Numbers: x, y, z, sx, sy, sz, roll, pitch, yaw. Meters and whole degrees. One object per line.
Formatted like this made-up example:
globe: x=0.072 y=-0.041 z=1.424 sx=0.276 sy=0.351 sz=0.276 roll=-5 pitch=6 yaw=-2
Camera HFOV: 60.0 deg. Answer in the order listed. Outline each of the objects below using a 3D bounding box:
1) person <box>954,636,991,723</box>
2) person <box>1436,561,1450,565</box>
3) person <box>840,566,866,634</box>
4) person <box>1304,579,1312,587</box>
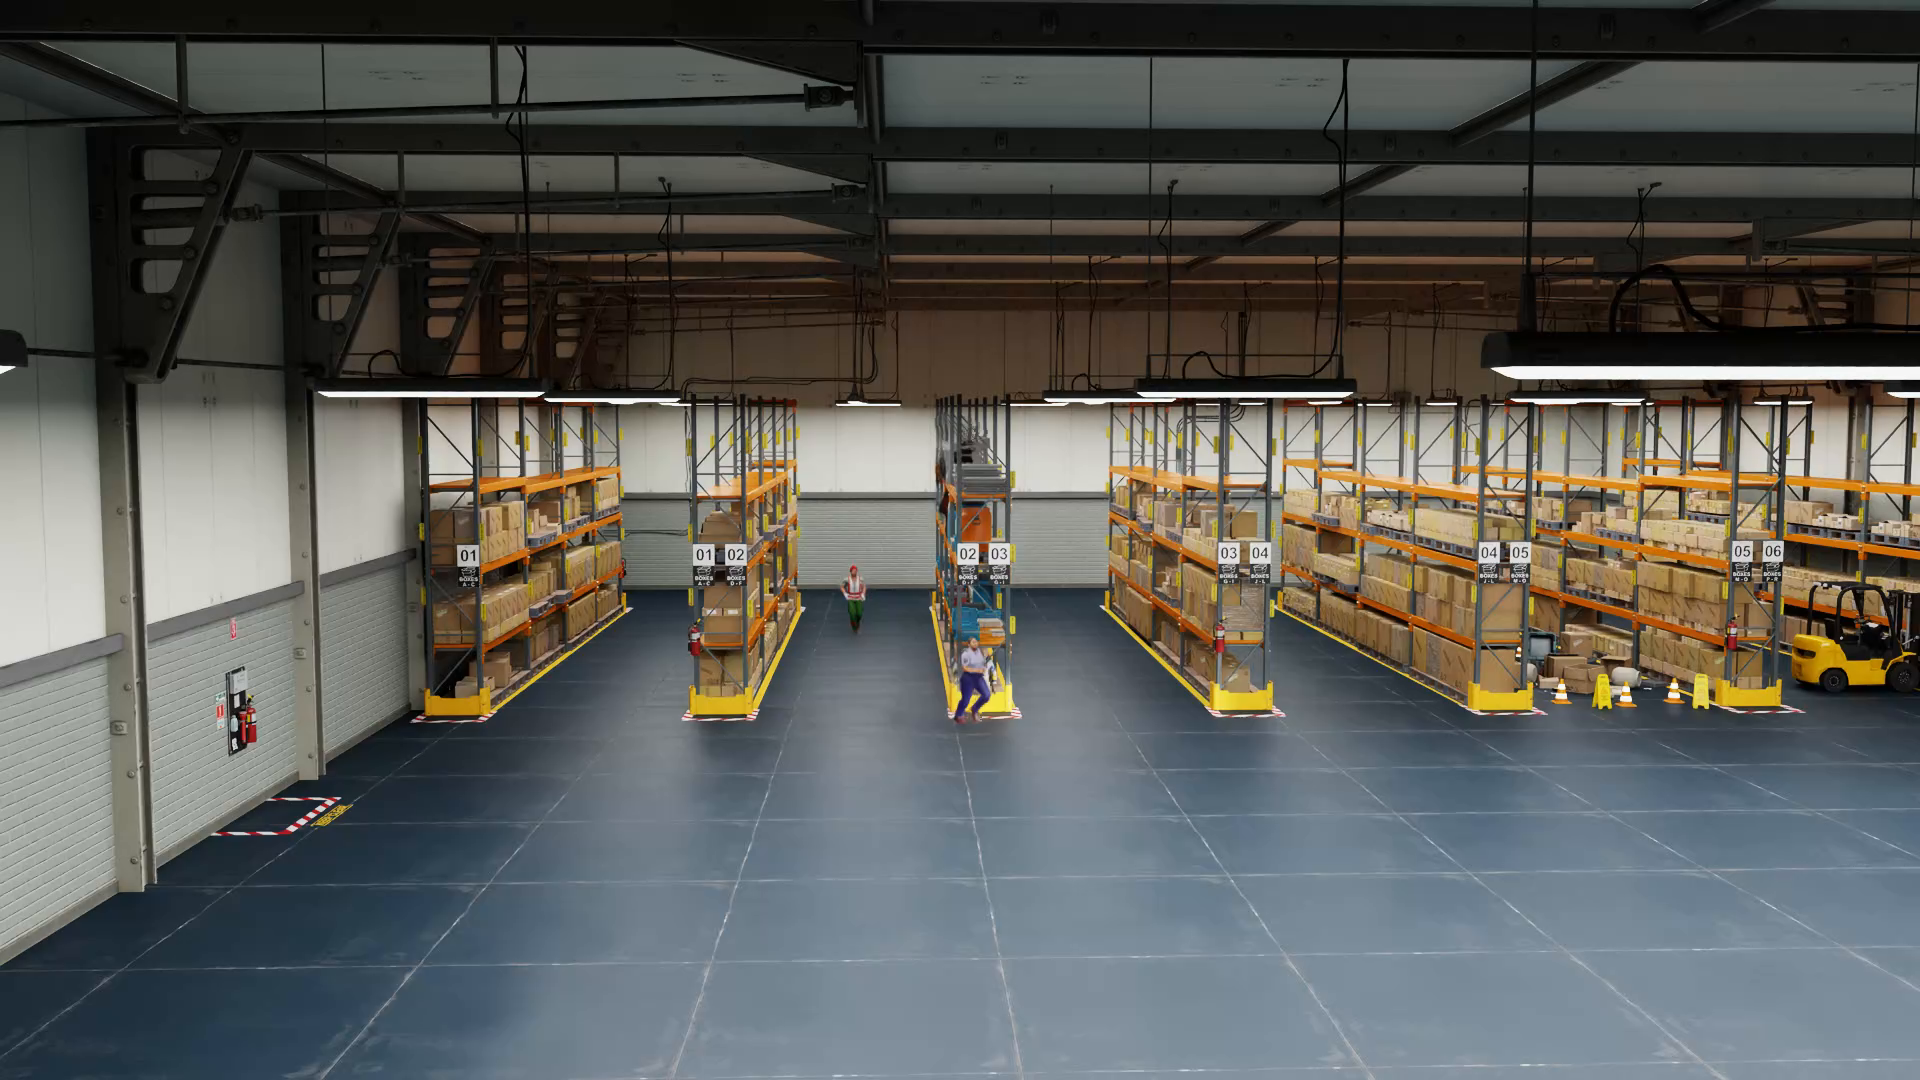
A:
person: x=0.250 y=2.534 z=30.109 sx=0.621 sy=1.599 sz=0.798 roll=-4 pitch=6 yaw=-39
person: x=14.307 y=1.045 z=49.024 sx=0.872 sy=1.599 sz=0.530 roll=0 pitch=5 yaw=-4
person: x=-2.717 y=1.518 z=42.360 sx=0.663 sy=1.744 sz=0.597 roll=-1 pitch=5 yaw=-9
person: x=10.655 y=0.952 z=50.157 sx=0.651 sy=1.660 sz=0.542 roll=-3 pitch=5 yaw=-31
